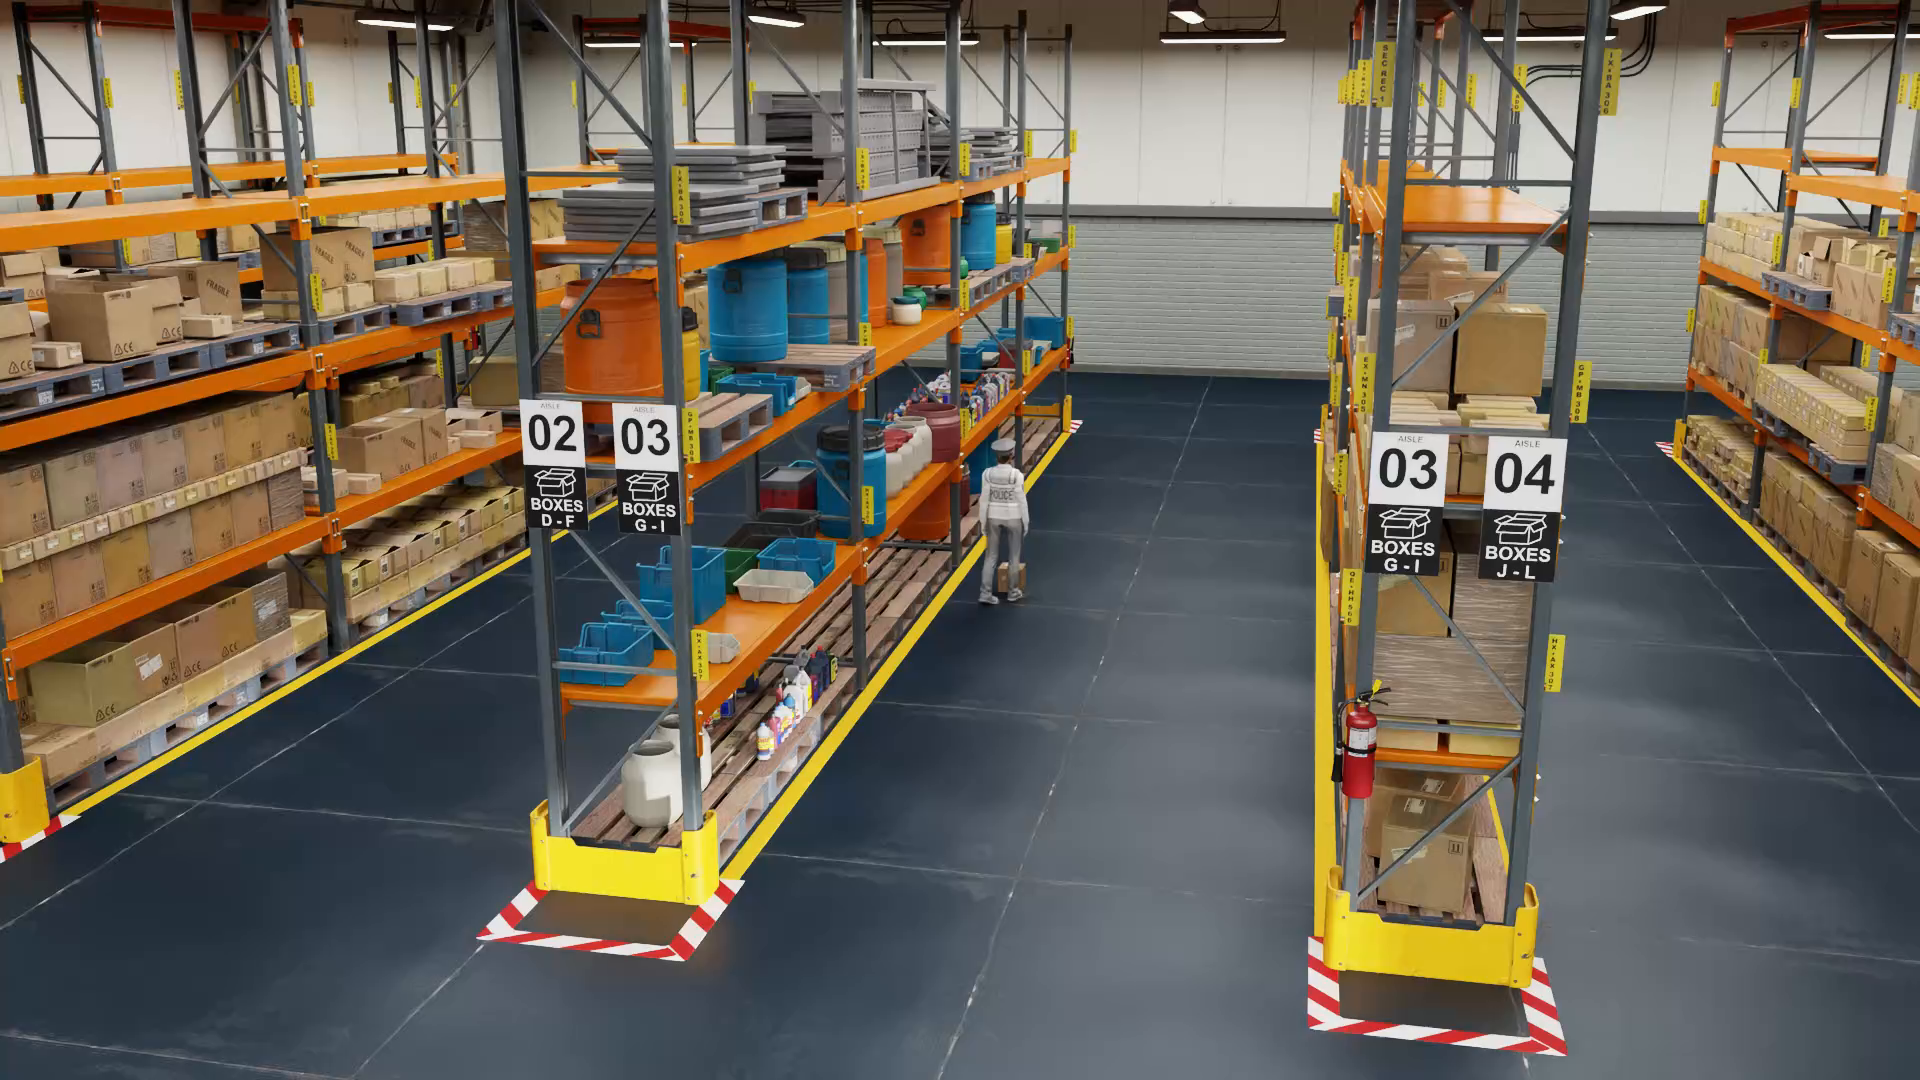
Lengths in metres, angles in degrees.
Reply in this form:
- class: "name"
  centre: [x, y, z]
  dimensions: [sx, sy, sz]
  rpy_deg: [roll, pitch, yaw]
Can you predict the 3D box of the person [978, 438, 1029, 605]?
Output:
- class: "person"
  centre: [0.452, -0.181, 16.670]
  dimensions: [0.501, 1.698, 0.542]
  rpy_deg: [5, 16, 17]
